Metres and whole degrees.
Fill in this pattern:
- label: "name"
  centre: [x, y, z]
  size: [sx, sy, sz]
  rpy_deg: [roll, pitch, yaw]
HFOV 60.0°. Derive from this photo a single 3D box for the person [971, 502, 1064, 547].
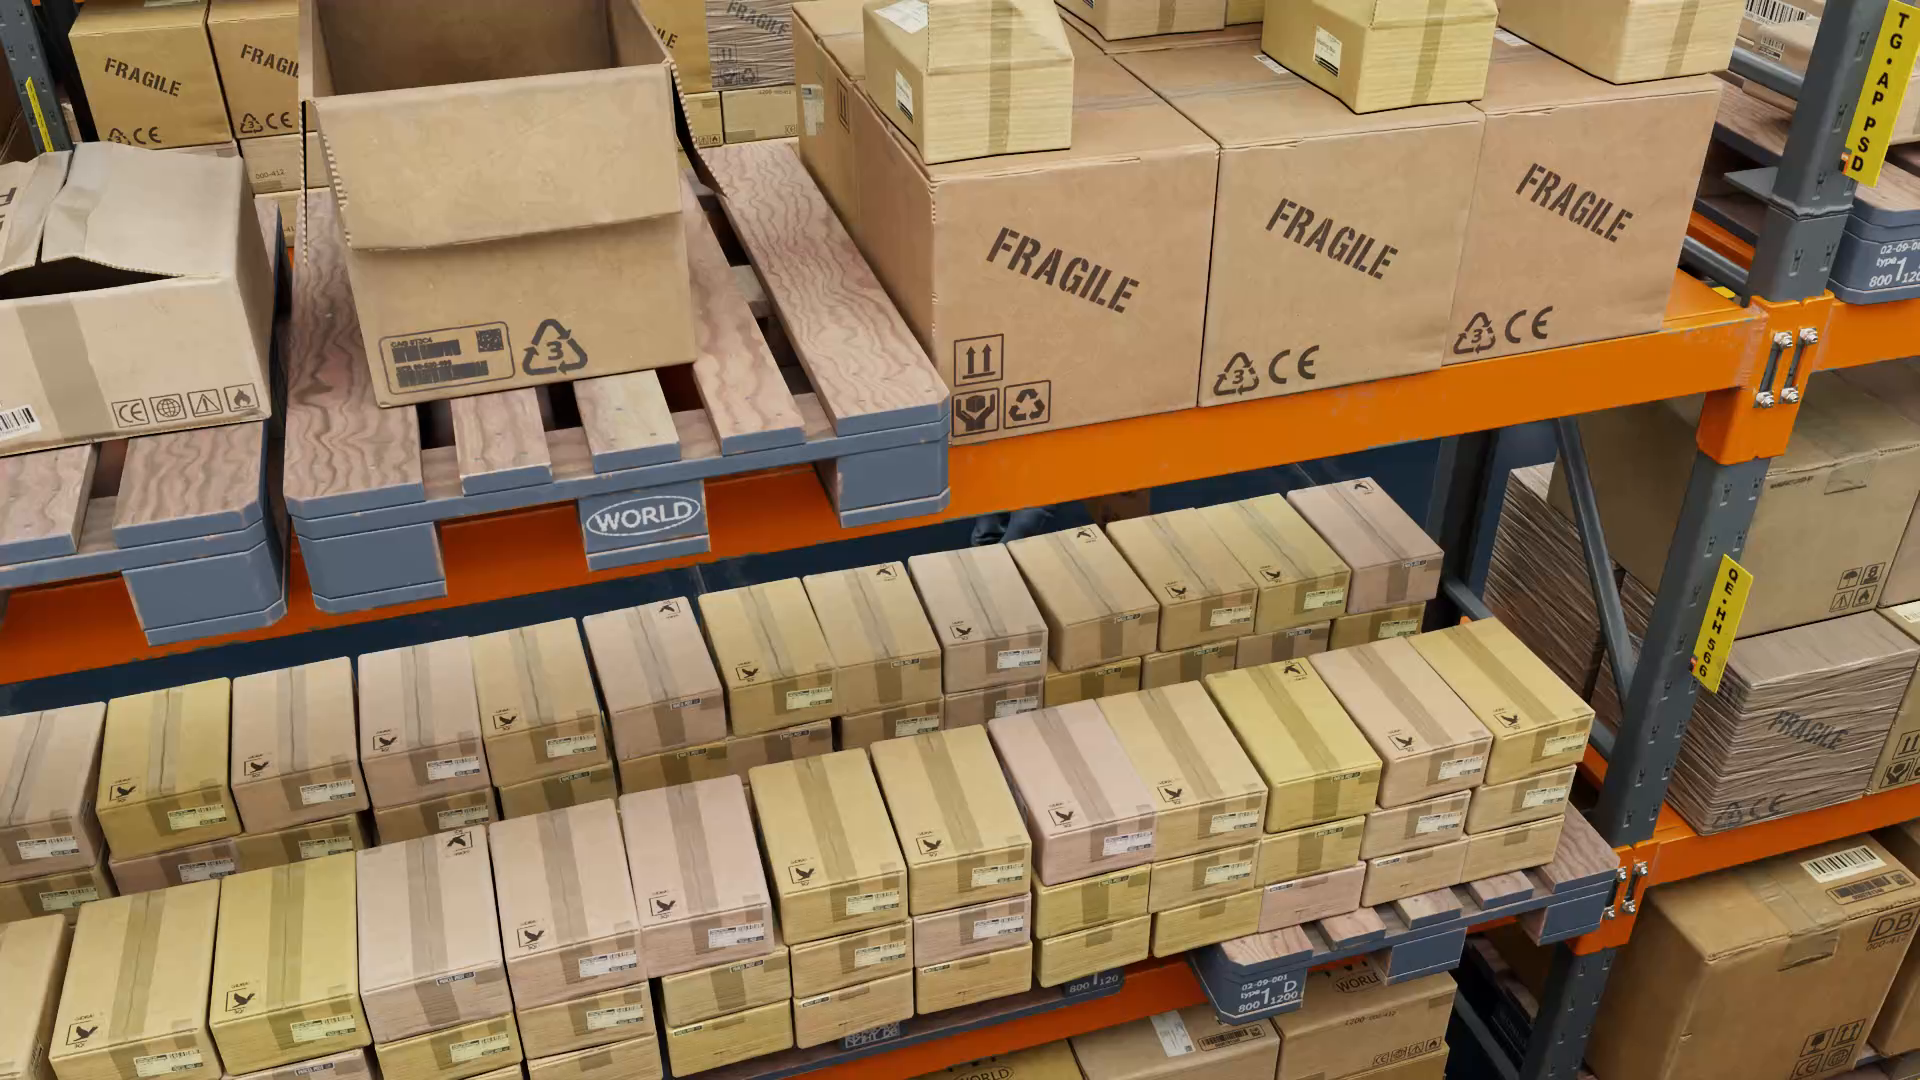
- label: "person"
  centre: [0.266, -0.566, 7.170]
  size: [0.666, 1.543, 0.625]
  rpy_deg: [-10, 35, -14]
